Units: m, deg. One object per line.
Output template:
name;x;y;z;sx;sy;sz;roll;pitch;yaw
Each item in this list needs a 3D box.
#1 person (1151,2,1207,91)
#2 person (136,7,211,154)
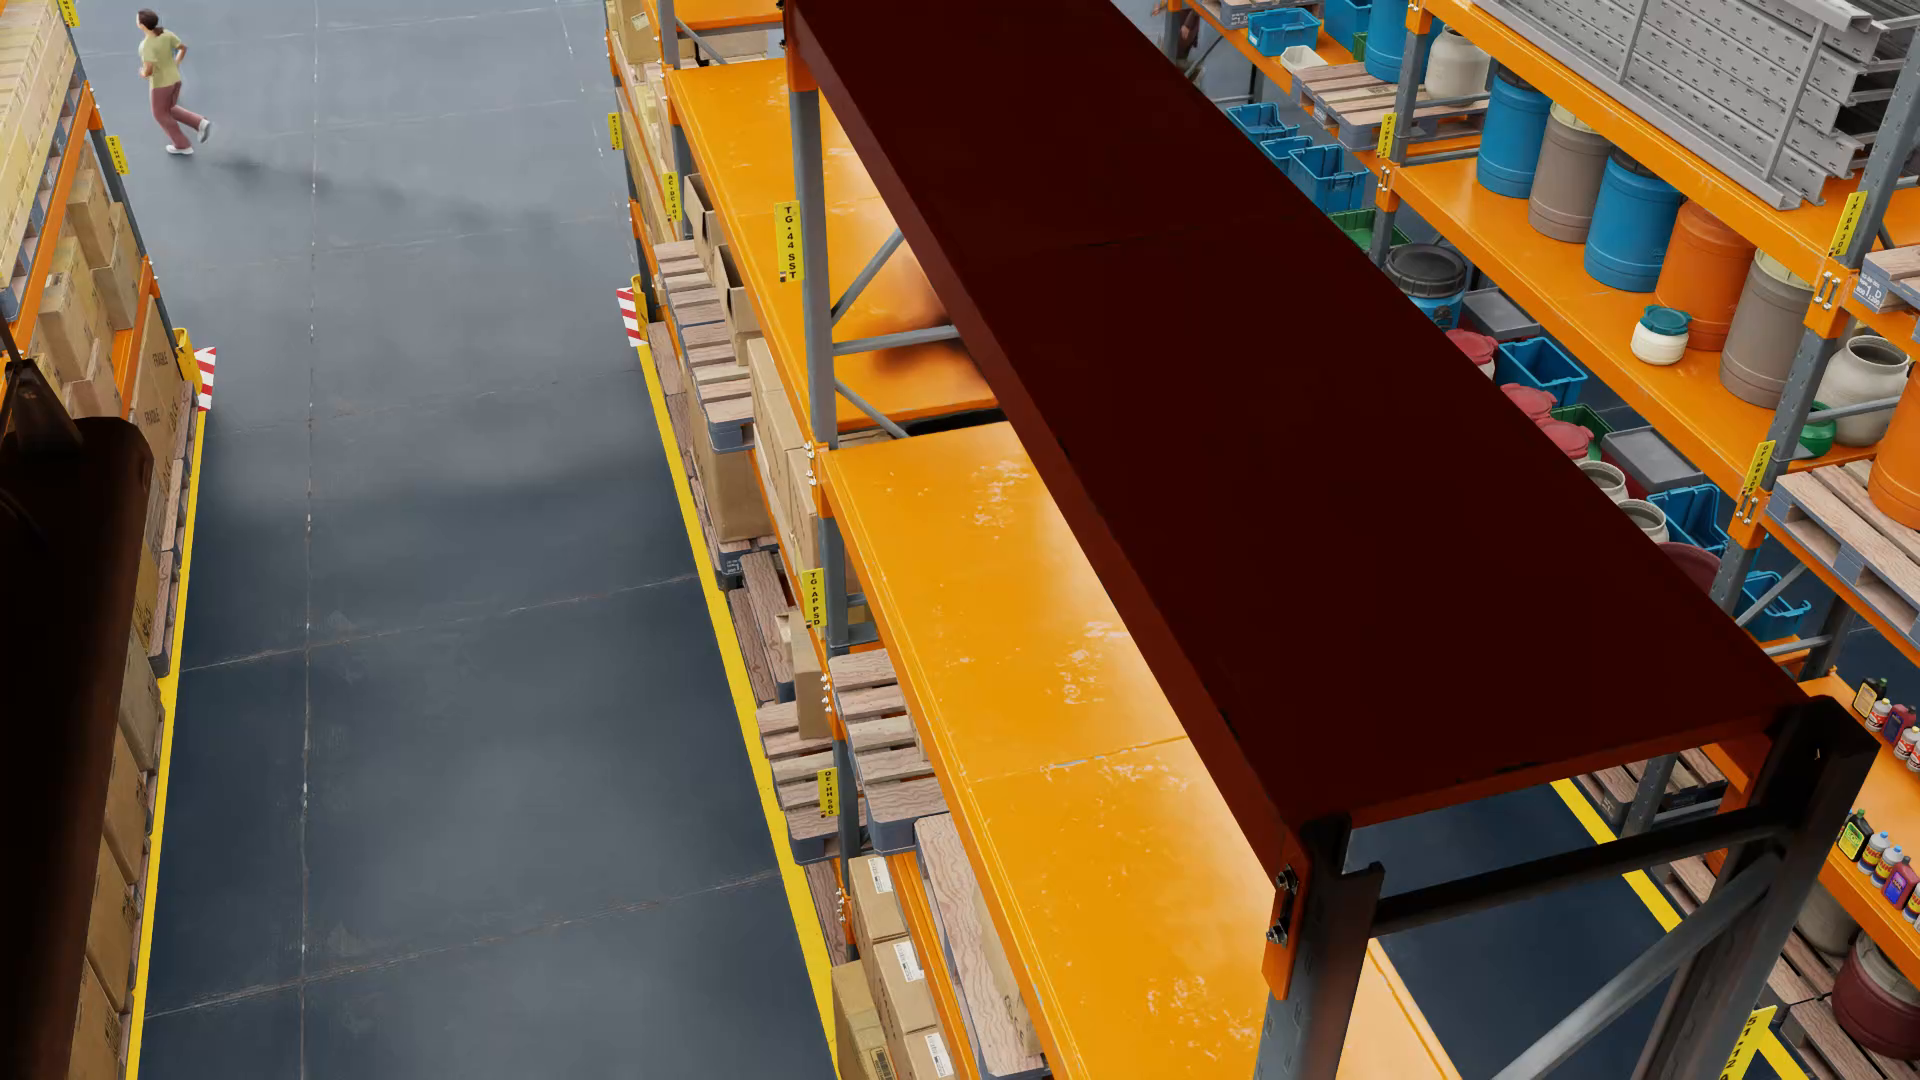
person;2.469;-5.747;18.684;0.694;1.732;0.731;7;39;9
person;-8.384;-4.839;17.624;0.597;1.624;0.596;8;39;10
